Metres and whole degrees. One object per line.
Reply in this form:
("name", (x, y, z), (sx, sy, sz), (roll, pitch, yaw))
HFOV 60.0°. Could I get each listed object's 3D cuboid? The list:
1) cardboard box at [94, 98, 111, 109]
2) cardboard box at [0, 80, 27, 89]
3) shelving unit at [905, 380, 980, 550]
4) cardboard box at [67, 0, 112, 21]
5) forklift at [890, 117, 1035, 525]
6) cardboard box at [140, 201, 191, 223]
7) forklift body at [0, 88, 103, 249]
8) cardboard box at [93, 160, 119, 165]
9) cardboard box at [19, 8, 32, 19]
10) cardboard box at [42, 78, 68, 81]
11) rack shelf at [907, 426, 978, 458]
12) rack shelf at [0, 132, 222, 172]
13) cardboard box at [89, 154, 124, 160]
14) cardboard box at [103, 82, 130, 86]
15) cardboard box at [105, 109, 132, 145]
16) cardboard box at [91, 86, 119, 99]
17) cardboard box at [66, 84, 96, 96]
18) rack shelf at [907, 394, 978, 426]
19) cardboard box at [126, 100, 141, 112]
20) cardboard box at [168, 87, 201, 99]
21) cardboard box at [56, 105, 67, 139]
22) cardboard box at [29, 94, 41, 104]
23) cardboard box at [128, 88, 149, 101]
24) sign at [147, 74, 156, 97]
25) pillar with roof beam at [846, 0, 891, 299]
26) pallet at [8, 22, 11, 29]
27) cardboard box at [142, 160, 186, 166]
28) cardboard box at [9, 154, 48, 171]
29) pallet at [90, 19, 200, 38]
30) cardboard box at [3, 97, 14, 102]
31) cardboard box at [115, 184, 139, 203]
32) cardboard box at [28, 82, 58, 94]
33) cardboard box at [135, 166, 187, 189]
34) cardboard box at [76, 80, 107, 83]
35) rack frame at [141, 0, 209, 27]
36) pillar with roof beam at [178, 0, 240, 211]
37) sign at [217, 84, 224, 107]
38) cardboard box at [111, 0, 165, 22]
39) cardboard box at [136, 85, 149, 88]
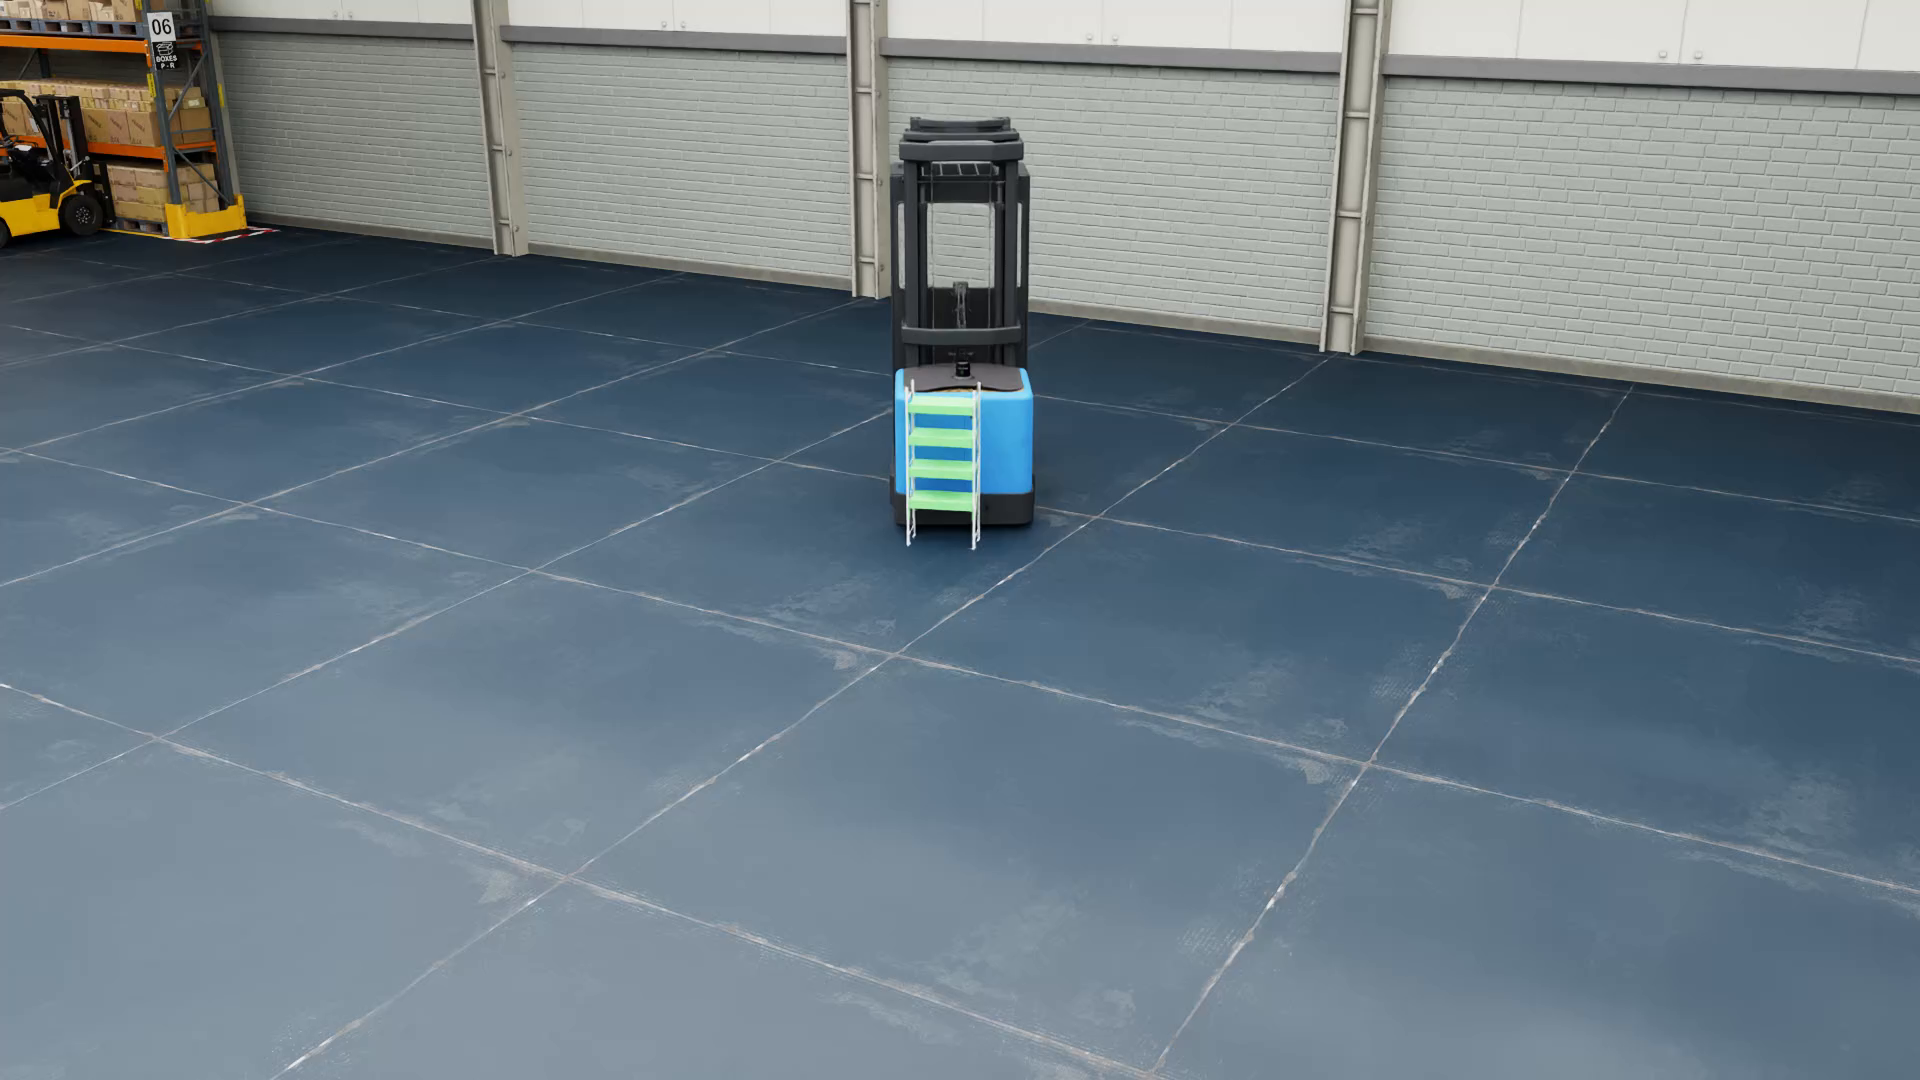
("cardboard box", (-12.750, -6.574, 24.991), (0.250, 0.149, 0.380), (10, 22, 26))
("cardboard box", (-14.768, -7.093, 25.987), (0.250, 0.149, 0.380), (11, 23, 28))
("shelving unit", (-0.121, -0.545, 12.108), (0.503, 1.200, 0.258), (3, 20, 9))
("cardboard box", (-12.760, -7.980, 24.658), (0.500, 0.500, 0.700), (11, 23, 28))
("forklift", (-0.009, -1.942, 13.422), (1.130, 2.935, 3.031), (-1, 20, -2))
("cardboard box", (-11.974, -4.967, 25.074), (0.500, 0.250, 0.500), (11, 23, 28))
("forklift body", (-13.955, -5.451, 24.238), (1.214, 2.155, 2.313), (11, 23, 27))
("cardboard box", (-13.296, -5.687, 25.594), (0.500, 0.250, 0.500), (10, 22, 26))
("cardboard box", (-13.987, -7.986, 25.190), (0.250, 0.149, 0.380), (12, 23, 29))
("cardboard box", (-14.277, -7.217, 26.329), (0.250, 0.149, 0.380), (10, 22, 26))
("rack shelf", (-0.121, -0.711, 12.048), (0.480, 0.148, 0.258), (3, 20, 9))
("rack shelf", (-13.156, -6.072, 25.760), (4.000, 0.370, 1.077), (11, 23, 27))
("cardboard box", (-13.493, -5.925, 26.252), (0.500, 0.250, 0.500), (11, 23, 28))
("cardboard box", (-12.935, -6.955, 25.604), (0.250, 0.149, 0.380), (11, 23, 28))
("cardboard box", (-12.416, -6.217, 24.959), (0.500, 0.500, 0.500), (12, 23, 29))
("cardboard box", (-12.760, -6.707, 24.923), (0.250, 0.149, 0.380), (11, 23, 29))
("cardboard box", (-13.379, -6.866, 25.361), (0.250, 0.149, 0.380), (11, 23, 28))
("rack shelf", (-0.121, -0.936, 11.966), (0.480, 0.148, 0.258), (3, 20, 9))
("cardboard box", (-12.087, -6.437, 24.615), (0.250, 0.149, 0.380), (11, 23, 28))
("cardboard box", (-11.599, -6.689, 24.872), (0.250, 0.149, 0.380), (10, 22, 26))
("cardboard box", (-13.736, -6.473, 25.664), (0.500, 0.500, 0.500), (11, 22, 27))
("cardboard box", (-14.105, -6.823, 25.677), (0.250, 0.149, 0.380), (11, 23, 28))
("cardboard box", (-12.056, -6.598, 24.621), (0.250, 0.149, 0.380), (11, 23, 27))
("sign", (-11.686, -6.574, 24.044), (0.005, 0.325, 0.100), (11, 23, 27))
("pillar with roof beam", (-3.201, -6.005, 15.722), (0.400, 9.000, 9.100), (11, 23, 27))
("pallet", (-15.678, -8.206, 26.470), (1.217, 0.209, 0.805), (10, 22, 25))
("cardboard box", (-12.175, -5.671, 25.549), (0.500, 0.250, 0.500), (11, 23, 27))
("cardboard box", (-14.632, -5.944, 26.302), (0.500, 0.250, 0.500), (10, 22, 26))
("pallet", (-12.014, -7.571, 24.570), (1.213, 0.211, 1.003), (11, 23, 27))
("cardboard box", (-14.752, -6.963, 26.065), (0.250, 0.149, 0.380), (10, 22, 26))
("cardboard box", (-12.420, -5.292, 25.238), (0.500, 0.250, 0.500), (11, 22, 27))
("cardboard box", (-14.094, -6.963, 25.629), (0.250, 0.149, 0.380), (11, 23, 28))
("cardboard box", (-11.964, -5.436, 24.903), (0.500, 0.250, 0.500), (12, 23, 29))
("cardboard box", (-13.574, -7.105, 26.020), (0.250, 0.149, 0.380), (10, 22, 26))
("rack frame", (-11.410, -8.898, 23.698), (0.127, 3.000, 1.000), (11, 23, 27))
("pillar with roof beam", (-13.677, -8.000, 21.224), (0.400, 9.000, 9.100), (11, 23, 27))
("sign", (-11.134, -6.686, 25.013), (0.005, 0.325, 0.100), (11, 23, 27))
("cardboard box", (-11.915, -7.780, 24.107), (0.500, 0.500, 0.500), (12, 23, 29))
("cardboard box", (-12.257, -6.828, 25.255), (0.250, 0.149, 0.380), (11, 23, 28))
